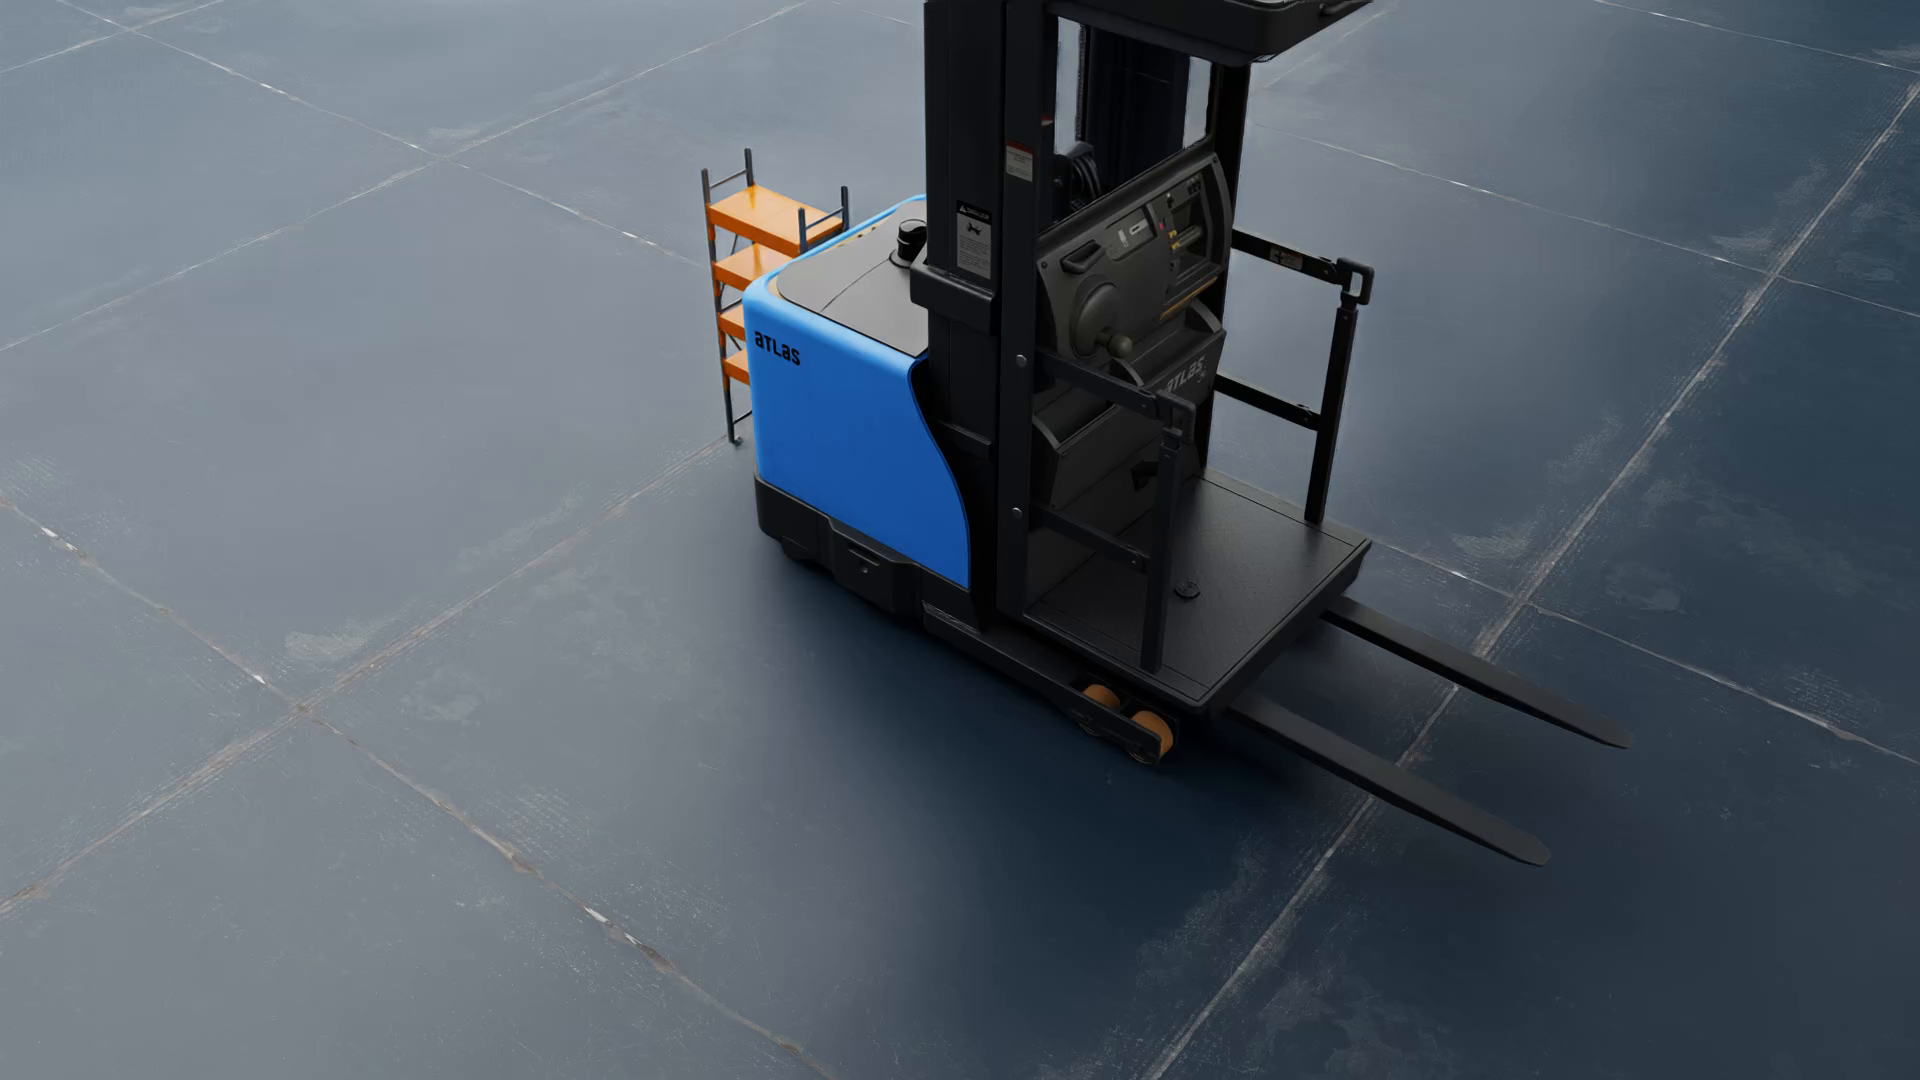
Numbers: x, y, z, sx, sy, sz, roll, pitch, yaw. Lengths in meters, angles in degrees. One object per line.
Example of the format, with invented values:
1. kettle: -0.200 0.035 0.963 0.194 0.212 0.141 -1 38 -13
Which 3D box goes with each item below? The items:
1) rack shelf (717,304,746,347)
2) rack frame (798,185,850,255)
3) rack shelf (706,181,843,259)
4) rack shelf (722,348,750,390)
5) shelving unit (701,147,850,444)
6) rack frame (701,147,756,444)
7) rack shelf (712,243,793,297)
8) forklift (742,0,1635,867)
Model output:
1. rack shelf: -0.669 -0.775 6.375 0.480 0.148 0.258 27 46 30
2. rack frame: -0.481 -0.731 6.211 0.015 1.200 0.240 27 46 30
3. rack shelf: -0.669 -1.137 6.092 0.480 0.148 0.258 27 46 30
4. rack shelf: -0.669 -0.618 6.498 0.480 0.148 0.258 27 46 30
5. shelving unit: -0.669 -0.828 6.334 0.503 1.200 0.258 27 46 30
6. rack frame: -0.857 -0.924 6.457 0.015 1.200 0.240 27 46 30
7. rack shelf: -0.669 -0.951 6.237 0.480 0.148 0.258 27 46 30
8. forklift: 0.702 -0.809 4.906 3.031 2.935 1.130 27 46 30
